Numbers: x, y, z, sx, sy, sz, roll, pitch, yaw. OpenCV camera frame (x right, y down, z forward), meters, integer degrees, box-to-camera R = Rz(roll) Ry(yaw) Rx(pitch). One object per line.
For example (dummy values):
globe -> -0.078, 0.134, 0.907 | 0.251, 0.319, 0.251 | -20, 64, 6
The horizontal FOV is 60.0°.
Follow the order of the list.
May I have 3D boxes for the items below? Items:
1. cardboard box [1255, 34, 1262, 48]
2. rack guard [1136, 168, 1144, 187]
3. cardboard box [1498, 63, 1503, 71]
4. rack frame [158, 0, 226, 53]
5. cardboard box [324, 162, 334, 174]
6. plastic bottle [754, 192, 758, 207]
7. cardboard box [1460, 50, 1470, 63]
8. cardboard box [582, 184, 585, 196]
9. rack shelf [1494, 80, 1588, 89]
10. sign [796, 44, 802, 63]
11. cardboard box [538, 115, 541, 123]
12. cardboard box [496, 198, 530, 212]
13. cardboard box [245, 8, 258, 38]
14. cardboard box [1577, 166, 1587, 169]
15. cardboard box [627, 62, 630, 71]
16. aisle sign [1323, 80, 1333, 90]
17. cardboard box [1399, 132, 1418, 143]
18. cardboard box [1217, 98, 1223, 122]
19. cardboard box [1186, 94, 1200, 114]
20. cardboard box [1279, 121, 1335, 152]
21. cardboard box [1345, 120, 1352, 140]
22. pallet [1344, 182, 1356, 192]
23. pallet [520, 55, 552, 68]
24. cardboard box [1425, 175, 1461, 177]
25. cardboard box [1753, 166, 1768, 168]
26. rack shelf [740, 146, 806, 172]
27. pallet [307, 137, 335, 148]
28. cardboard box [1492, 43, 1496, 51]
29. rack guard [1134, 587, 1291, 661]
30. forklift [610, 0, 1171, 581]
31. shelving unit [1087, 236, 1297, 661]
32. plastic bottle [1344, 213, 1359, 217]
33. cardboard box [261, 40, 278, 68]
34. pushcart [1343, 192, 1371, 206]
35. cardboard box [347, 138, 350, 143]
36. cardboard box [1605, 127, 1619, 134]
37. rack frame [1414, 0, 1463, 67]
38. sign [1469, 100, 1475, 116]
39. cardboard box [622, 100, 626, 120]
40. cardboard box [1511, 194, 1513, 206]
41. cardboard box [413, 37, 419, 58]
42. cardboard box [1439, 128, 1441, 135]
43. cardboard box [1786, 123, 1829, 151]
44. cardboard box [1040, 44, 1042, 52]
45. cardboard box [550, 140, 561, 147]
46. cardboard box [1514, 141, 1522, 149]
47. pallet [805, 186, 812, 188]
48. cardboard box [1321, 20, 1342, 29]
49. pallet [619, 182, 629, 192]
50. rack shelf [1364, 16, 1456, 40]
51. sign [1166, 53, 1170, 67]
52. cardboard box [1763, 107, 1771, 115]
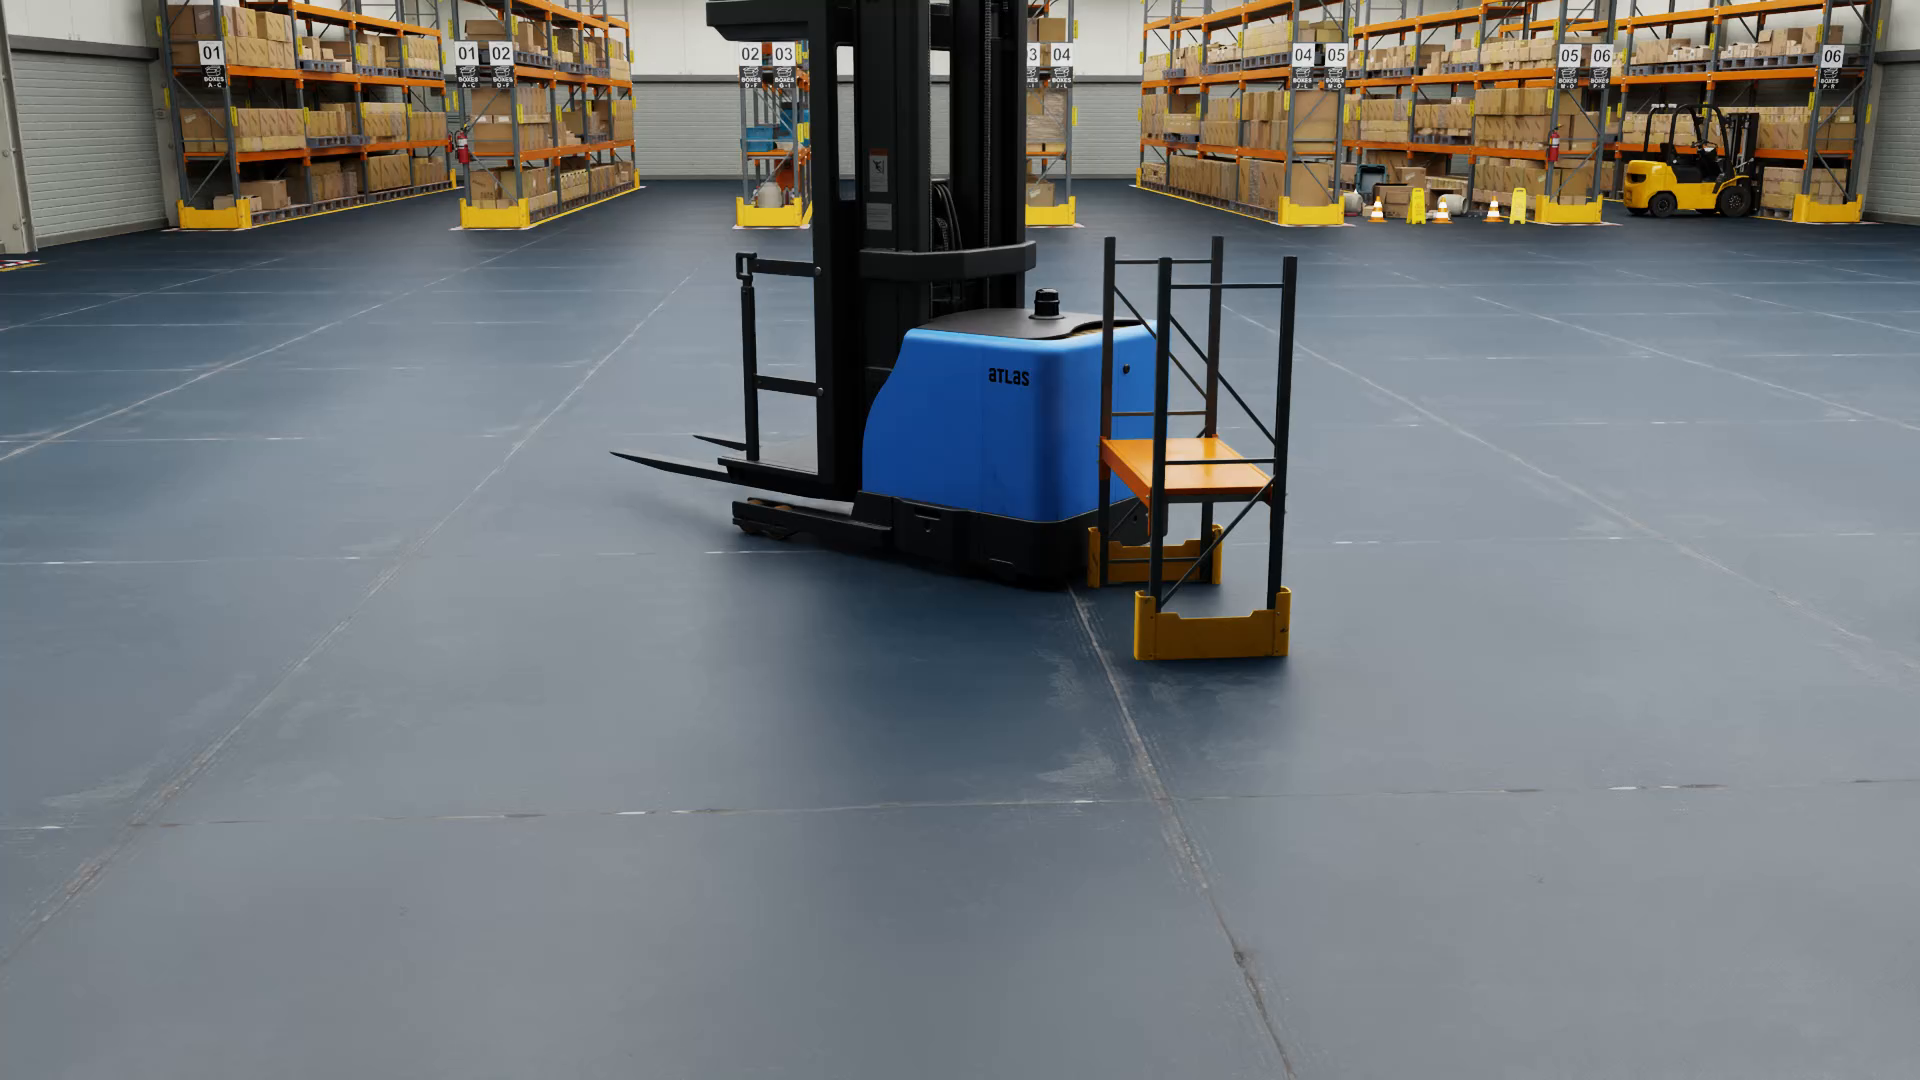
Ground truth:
cardboard box -> 6.049, -9.699, 32.342 | 0.500, 0.250, 0.500 | -1, 14, -4
rack guard -> 5.495, -10.054, 46.101 | 1.175, 0.500, 0.348 | -1, 14, -3
cardboard box -> 11.004, -9.462, 33.266 | 0.380, 0.149, 0.250 | 0, 14, -2
rack frame -> -13.307, -9.929, 28.558 | 1.000, 3.000, 0.127 | -1, 14, -3
cardboard box -> -13.696, -7.930, 35.457 | 0.500, 0.250, 0.500 | -1, 14, -4
plastic bottle -> -3.958, -6.584, 32.179 | 0.152, 0.276, 0.135 | -1, 14, -3
cardboard box -> 10.961, -10.253, 35.296 | 0.500, 0.250, 0.500 | -1, 14, -3
cardboard box -> -8.547, -7.707, 36.638 | 0.500, 0.250, 0.500 | -1, 14, -4
rack shelf -> 15.502, -12.070, 44.341 | 1.077, 0.370, 4.000 | -1, 14, -3
sign -> -2.869, -8.641, 29.554 | 0.100, 0.325, 0.005 | -1, 14, -3
cardboard box -> -8.319, -8.141, 32.146 | 0.380, 0.149, 0.250 | -1, 14, -4
cardboard box -> -8.174, -6.110, 30.428 | 0.500, 0.250, 0.500 | -1, 14, -3
cardboard box -> -13.112, -9.371, 30.162 | 0.500, 0.500, 0.500 | 0, 14, -2
cardboard box -> 15.527, -8.952, 40.972 | 0.500, 0.500, 0.500 | -1, 14, -5
cardboard box -> -9.068, -12.579, 44.173 | 0.500, 0.250, 0.500 | -1, 14, -3
aisle sign -> 10.131, -12.658, 45.986 | 0.394, 0.787, 0.004 | -1, 14, -3
cardboard box -> 10.630, -9.445, 39.016 | 0.500, 0.250, 0.500 | -1, 14, -5
cardboard box -> 6.070, -9.462, 36.574 | 0.700, 0.500, 0.500 | -1, 14, -4
cardboard box -> 5.953, -11.082, 42.273 | 0.500, 0.500, 0.500 | -1, 14, -2
cardboard box -> 6.413, -7.469, 30.734 | 0.875, 0.550, 0.550 | -1, 14, -3
cardboard box -> 10.351, -10.678, 43.308 | 0.500, 0.500, 0.500 | -1, 14, -5
pallet -> 10.703, -9.231, 43.478 | 1.003, 0.211, 1.213 | -1, 14, -3
pallet -> -8.532, -9.294, 32.287 | 1.003, 0.211, 1.213 | -1, 14, -3
cardboard box -> 10.945, -8.186, 38.253 | 0.950, 0.372, 0.625 | -2, 15, -7
cardboard box -> 15.927, -7.328, 33.156 | 0.500, 0.250, 0.500 | -1, 14, -5
rack shelf -> -3.543, -7.326, 31.923 | 1.077, 0.370, 4.000 | -1, 14, -3
pallet -> -13.457, -8.118, 33.943 | 1.003, 0.211, 1.213 | -1, 14, -3
cardboard box -> 10.914, -9.905, 33.387 | 0.380, 0.149, 0.250 | -1, 14, -5
rack guard -> 0.955, 0.316, 6.296 | 0.587, 0.250, 0.087 | -2, 15, -6
forklift -> -0.494, -1.515, 8.032 | 3.031, 2.935, 1.130 | 11, 18, 36
shelving unit -> 0.902, -0.413, 6.620 | 0.587, 1.500, 1.083 | -2, 15, -6
plastic bottle -> 7.766, -6.451, 32.975 | 0.283, 0.061, 0.133 | -6, 16, -23
cardboard box -> -13.186, -9.144, 31.287 | 0.500, 0.500, 0.500 | -1, 15, -6
pushcart -> 8.895, -7.083, 34.800 | 1.648, 0.377, 0.936 | -6, 16, -23
cardboard box -> -13.592, -8.987, 37.399 | 0.380, 0.149, 0.250 | -1, 14, -4
cardboard box -> 15.450, -9.713, 39.417 | 0.380, 0.149, 0.250 | -1, 14, -2
rack frame -> 10.920, -12.301, 37.777 | 1.000, 3.000, 0.127 | -1, 14, -3
sign -> 10.614, -8.952, 34.477 | 0.100, 0.325, 0.005 | -1, 14, -3
cardboard box -> -8.951, -11.124, 43.036 | 0.500, 0.500, 0.500 | 0, 14, -2
cardboard box -> 11.073, -6.604, 32.348 | 0.500, 0.250, 0.500 | -1, 14, -3
cardboard box -> -13.852, -12.313, 41.594 | 0.500, 0.500, 0.500 | -1, 14, -5
cardboard box -> 10.855, -9.057, 36.870 | 0.380, 0.149, 0.250 | 0, 14, -1
cardboard box -> 16.077, -7.651, 31.541 | 0.500, 0.500, 0.500 | -1, 14, -5
cardboard box -> 1.297, -8.957, 30.301 | 0.380, 0.149, 0.250 | -1, 14, -5
cardboard box -> -8.461, -8.198, 34.373 | 0.380, 0.149, 0.250 | -1, 14, -3
cardboard box -> 11.030, -7.691, 32.404 | 0.380, 0.149, 0.250 | -1, 14, -4
pallet -> -4.156, -8.618, 41.098 | 1.003, 0.211, 1.213 | -1, 14, -3
cardboard box -> 6.779, -9.362, 30.232 | 0.380, 0.149, 0.250 | -1, 14, -3
pallet -> -9.226, -9.210, 43.399 | 1.003, 0.211, 1.213 | -1, 14, -3
rack shelf -> 10.796, -12.257, 39.850 | 1.077, 0.370, 4.000 | -1, 14, -3
sign -> 5.197, -11.982, 41.518 | 0.100, 0.325, 0.005 | -1, 14, -3
cardboard box -> 15.958, -8.392, 32.524 | 0.380, 0.149, 0.250 | -1, 14, -2
